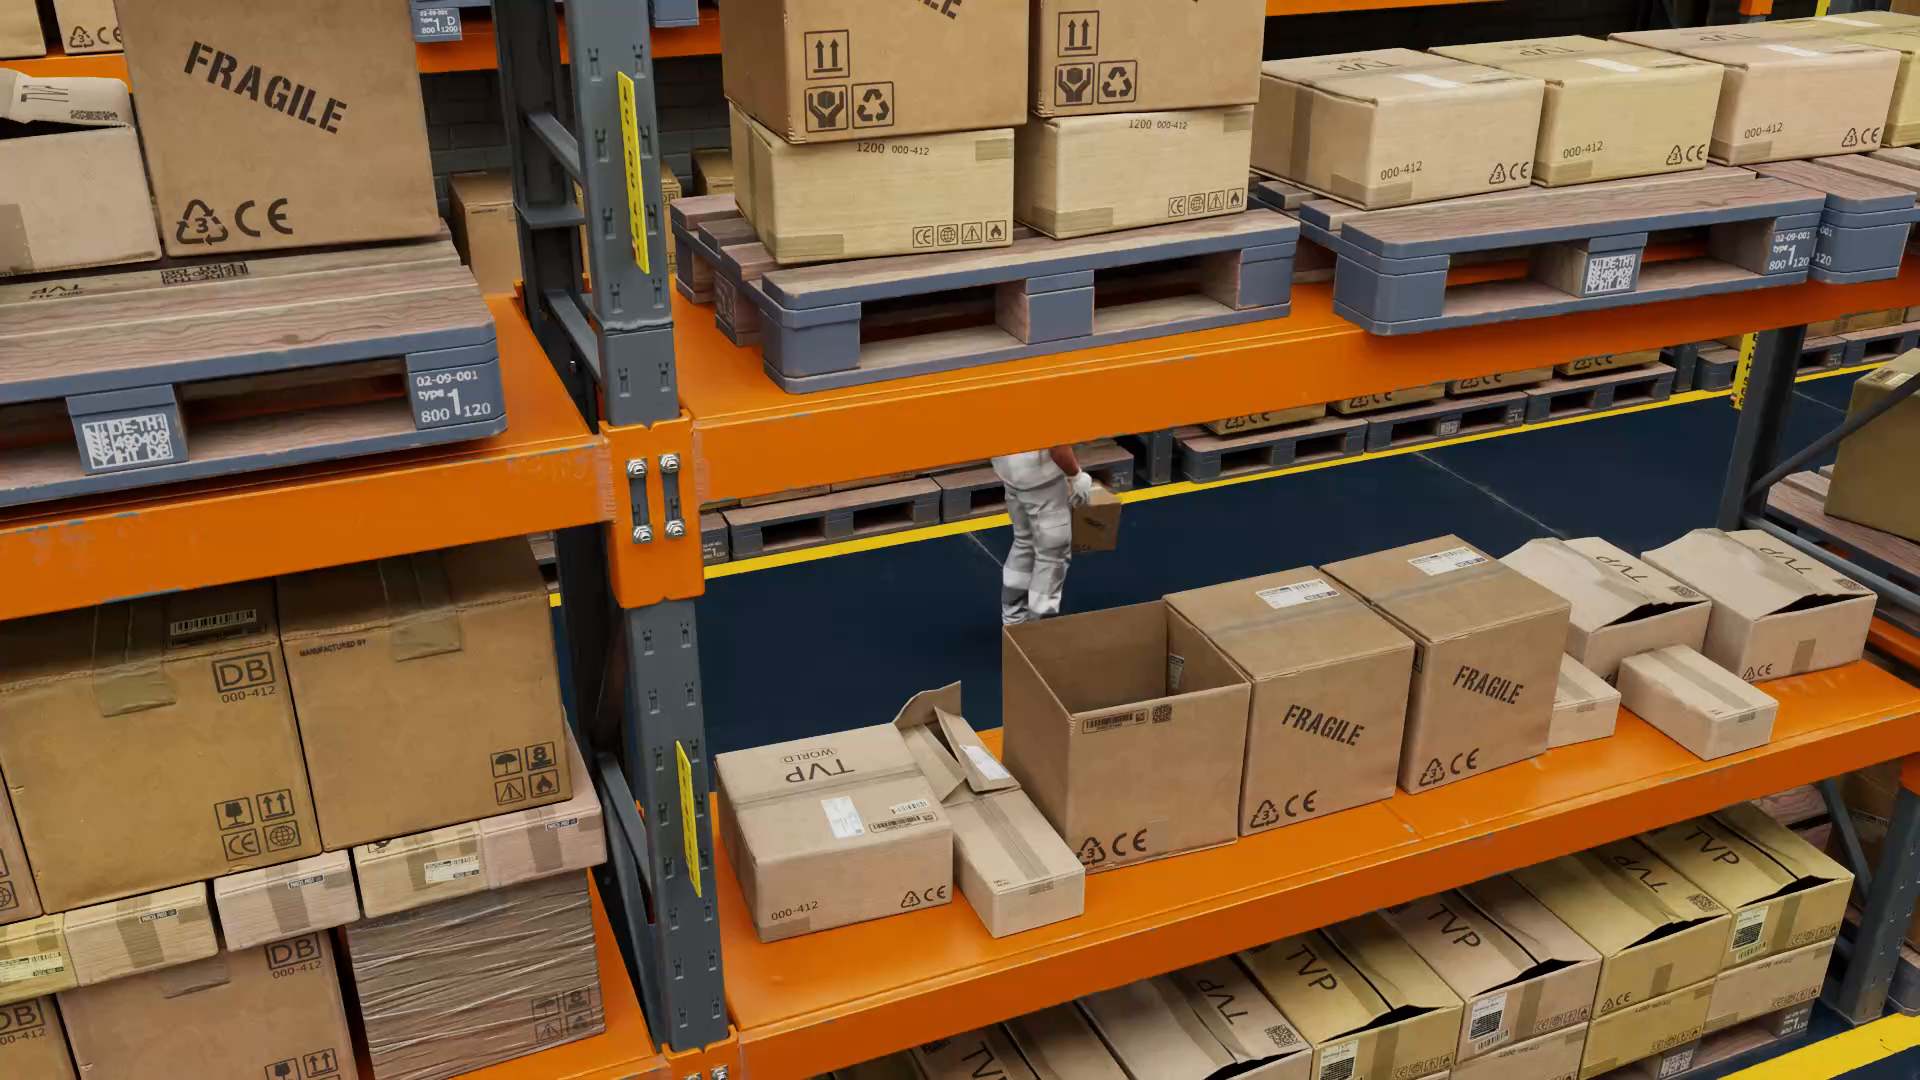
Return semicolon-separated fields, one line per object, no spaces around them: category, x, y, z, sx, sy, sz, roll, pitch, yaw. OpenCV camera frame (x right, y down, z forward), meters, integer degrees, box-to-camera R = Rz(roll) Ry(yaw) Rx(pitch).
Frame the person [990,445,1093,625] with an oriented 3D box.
person;0.357;-0.317;7.743;0.404;1.787;0.547;-11;28;-22
